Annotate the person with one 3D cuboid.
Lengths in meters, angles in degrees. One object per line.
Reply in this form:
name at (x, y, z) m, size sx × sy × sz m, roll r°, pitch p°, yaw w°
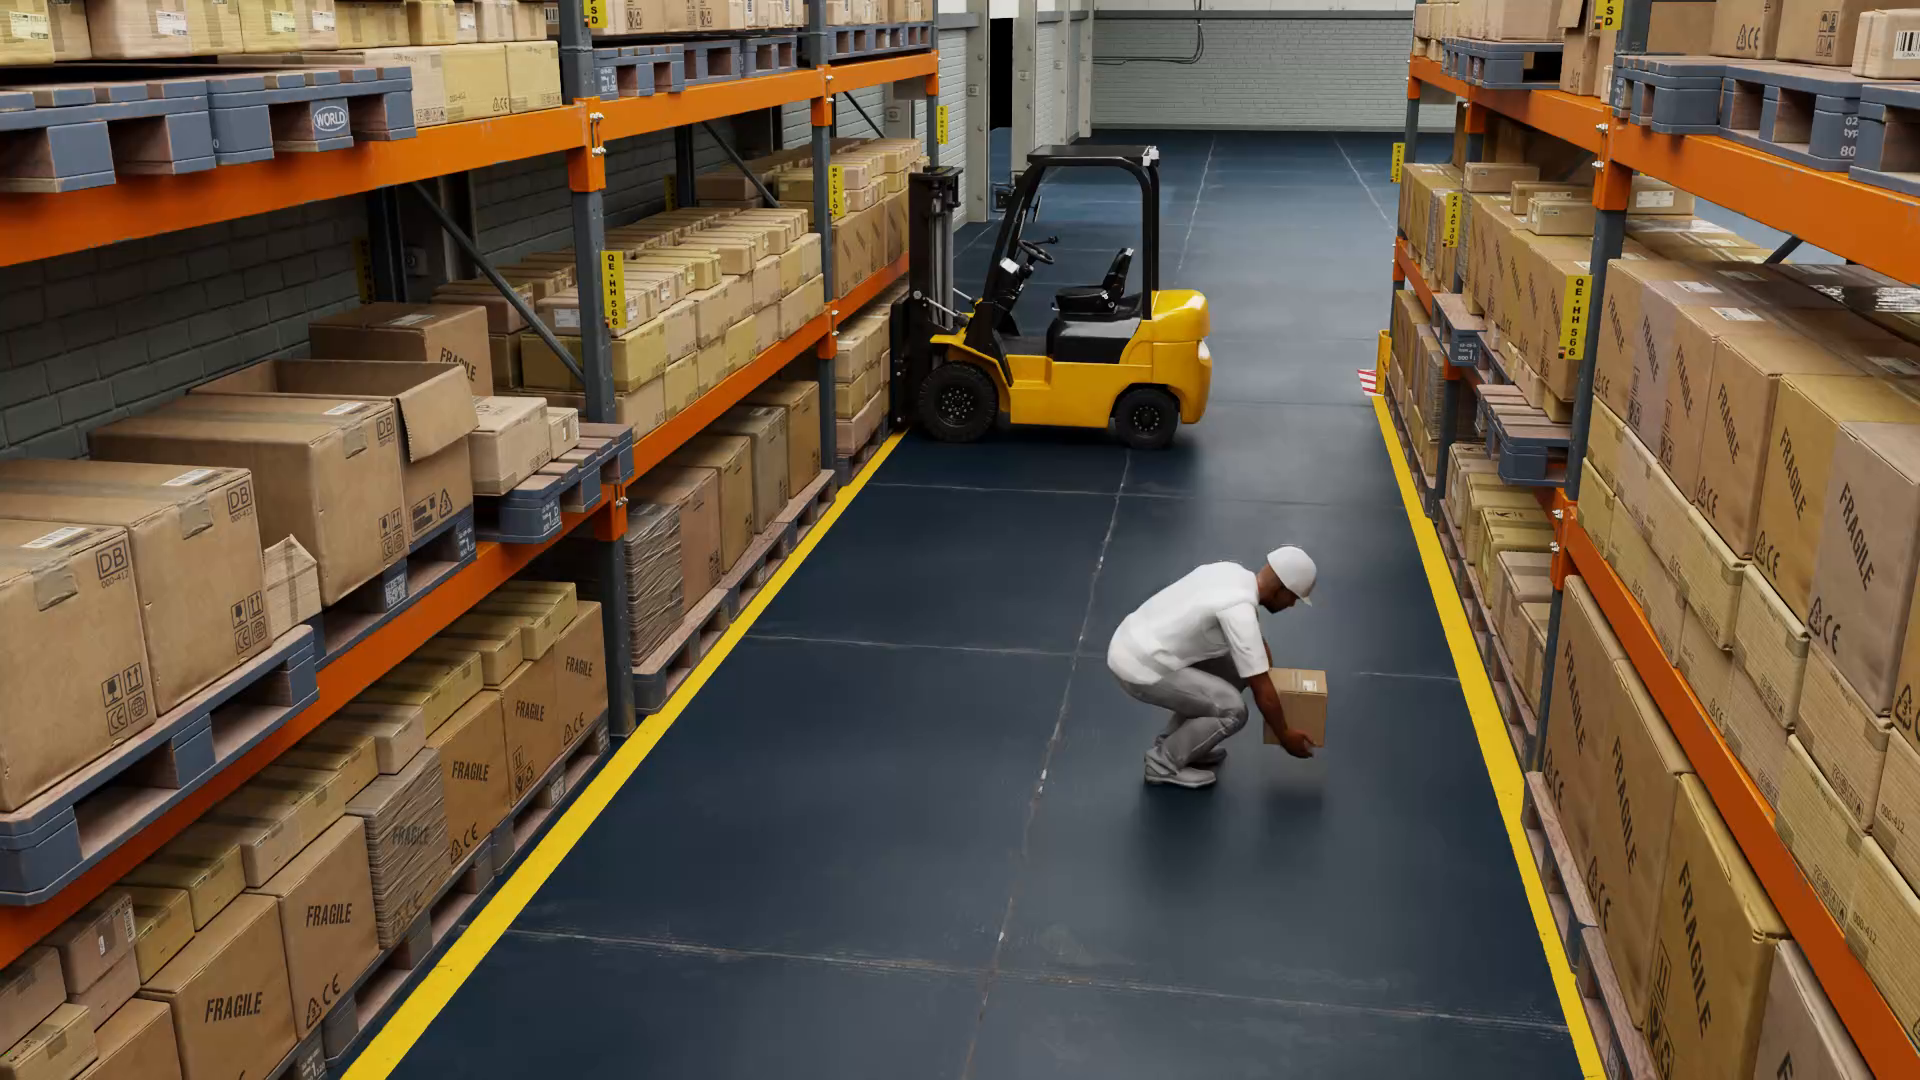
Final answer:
person at (1.085, 0.511, 7.139) m, size 0.893 × 1.027 × 0.583 m, roll 3°, pitch 18°, yaw 9°
